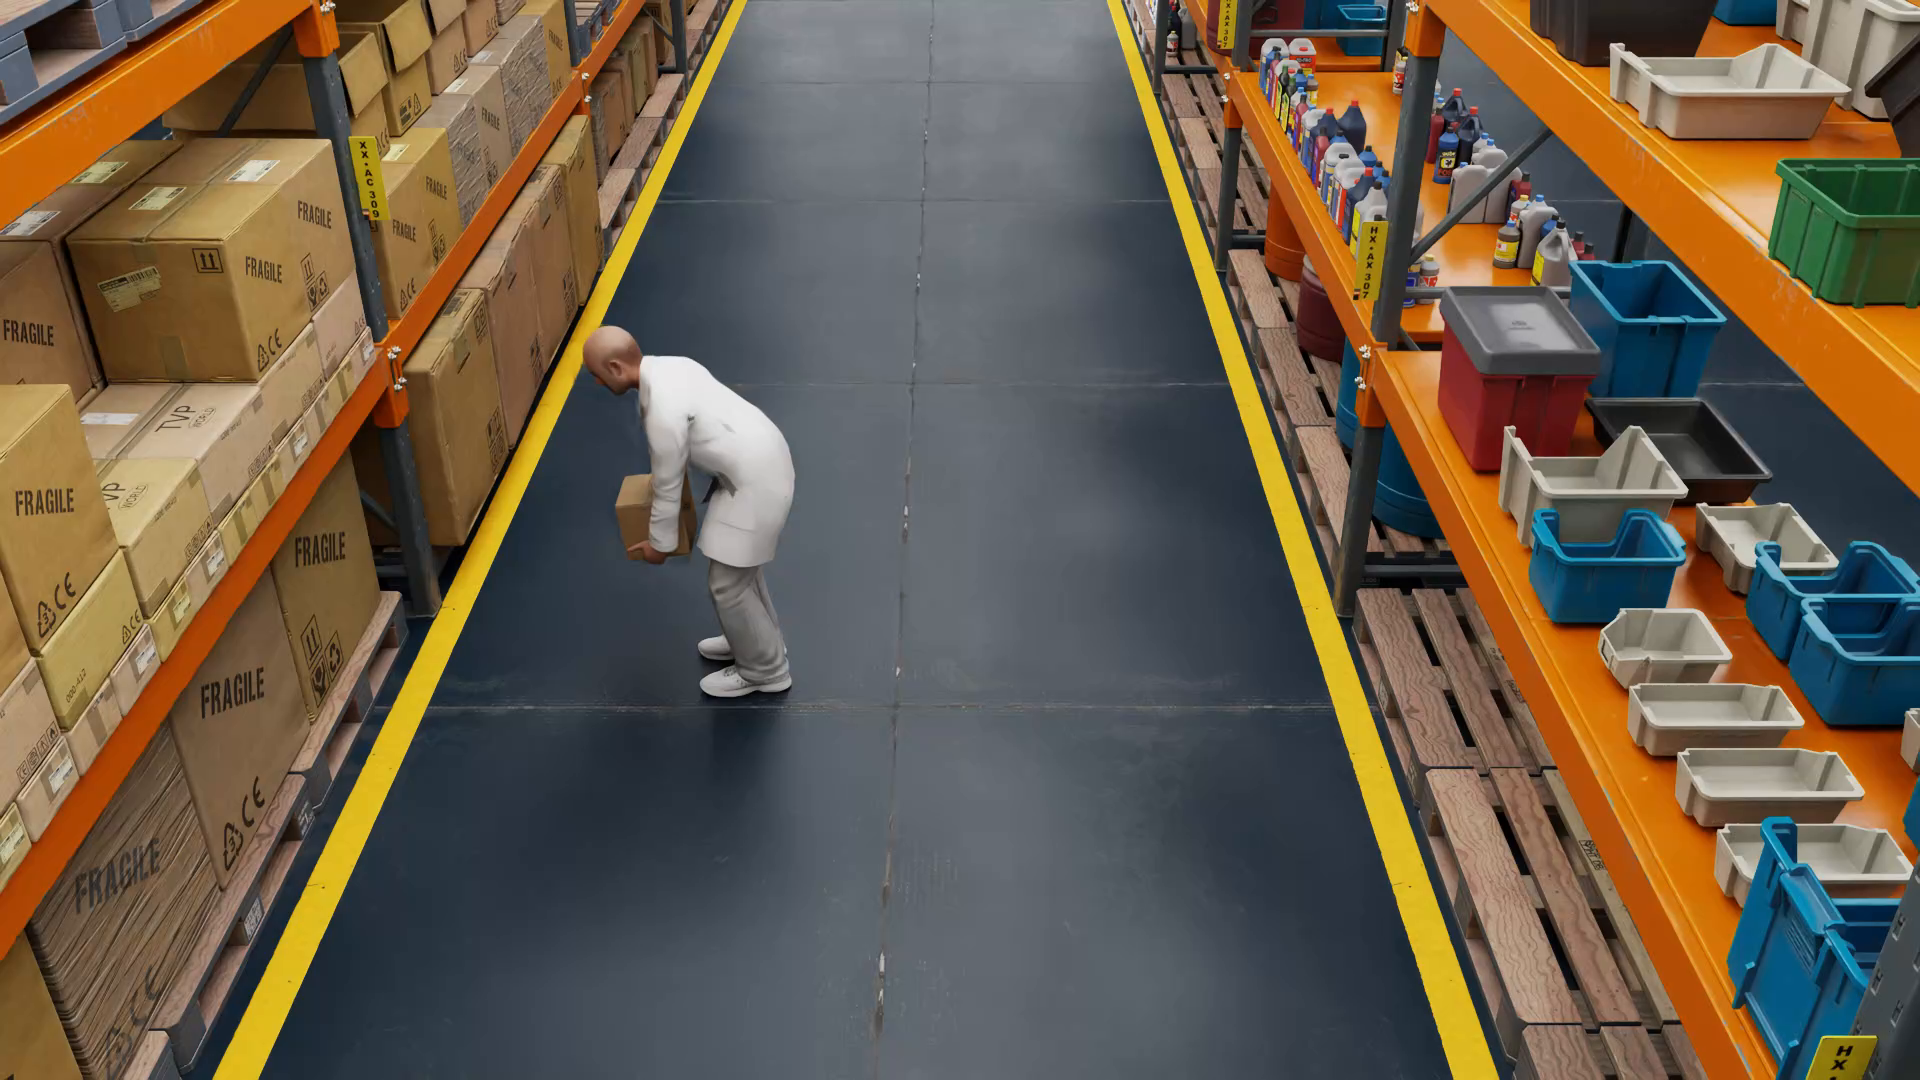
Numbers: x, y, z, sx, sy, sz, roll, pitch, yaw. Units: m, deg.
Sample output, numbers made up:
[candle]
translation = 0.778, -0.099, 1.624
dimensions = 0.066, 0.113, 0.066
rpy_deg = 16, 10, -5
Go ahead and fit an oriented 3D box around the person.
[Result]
[person]
translation = -1.024, -0.123, 6.555
dimensions = 0.759, 1.575, 0.542
rpy_deg = -1, 31, -1
